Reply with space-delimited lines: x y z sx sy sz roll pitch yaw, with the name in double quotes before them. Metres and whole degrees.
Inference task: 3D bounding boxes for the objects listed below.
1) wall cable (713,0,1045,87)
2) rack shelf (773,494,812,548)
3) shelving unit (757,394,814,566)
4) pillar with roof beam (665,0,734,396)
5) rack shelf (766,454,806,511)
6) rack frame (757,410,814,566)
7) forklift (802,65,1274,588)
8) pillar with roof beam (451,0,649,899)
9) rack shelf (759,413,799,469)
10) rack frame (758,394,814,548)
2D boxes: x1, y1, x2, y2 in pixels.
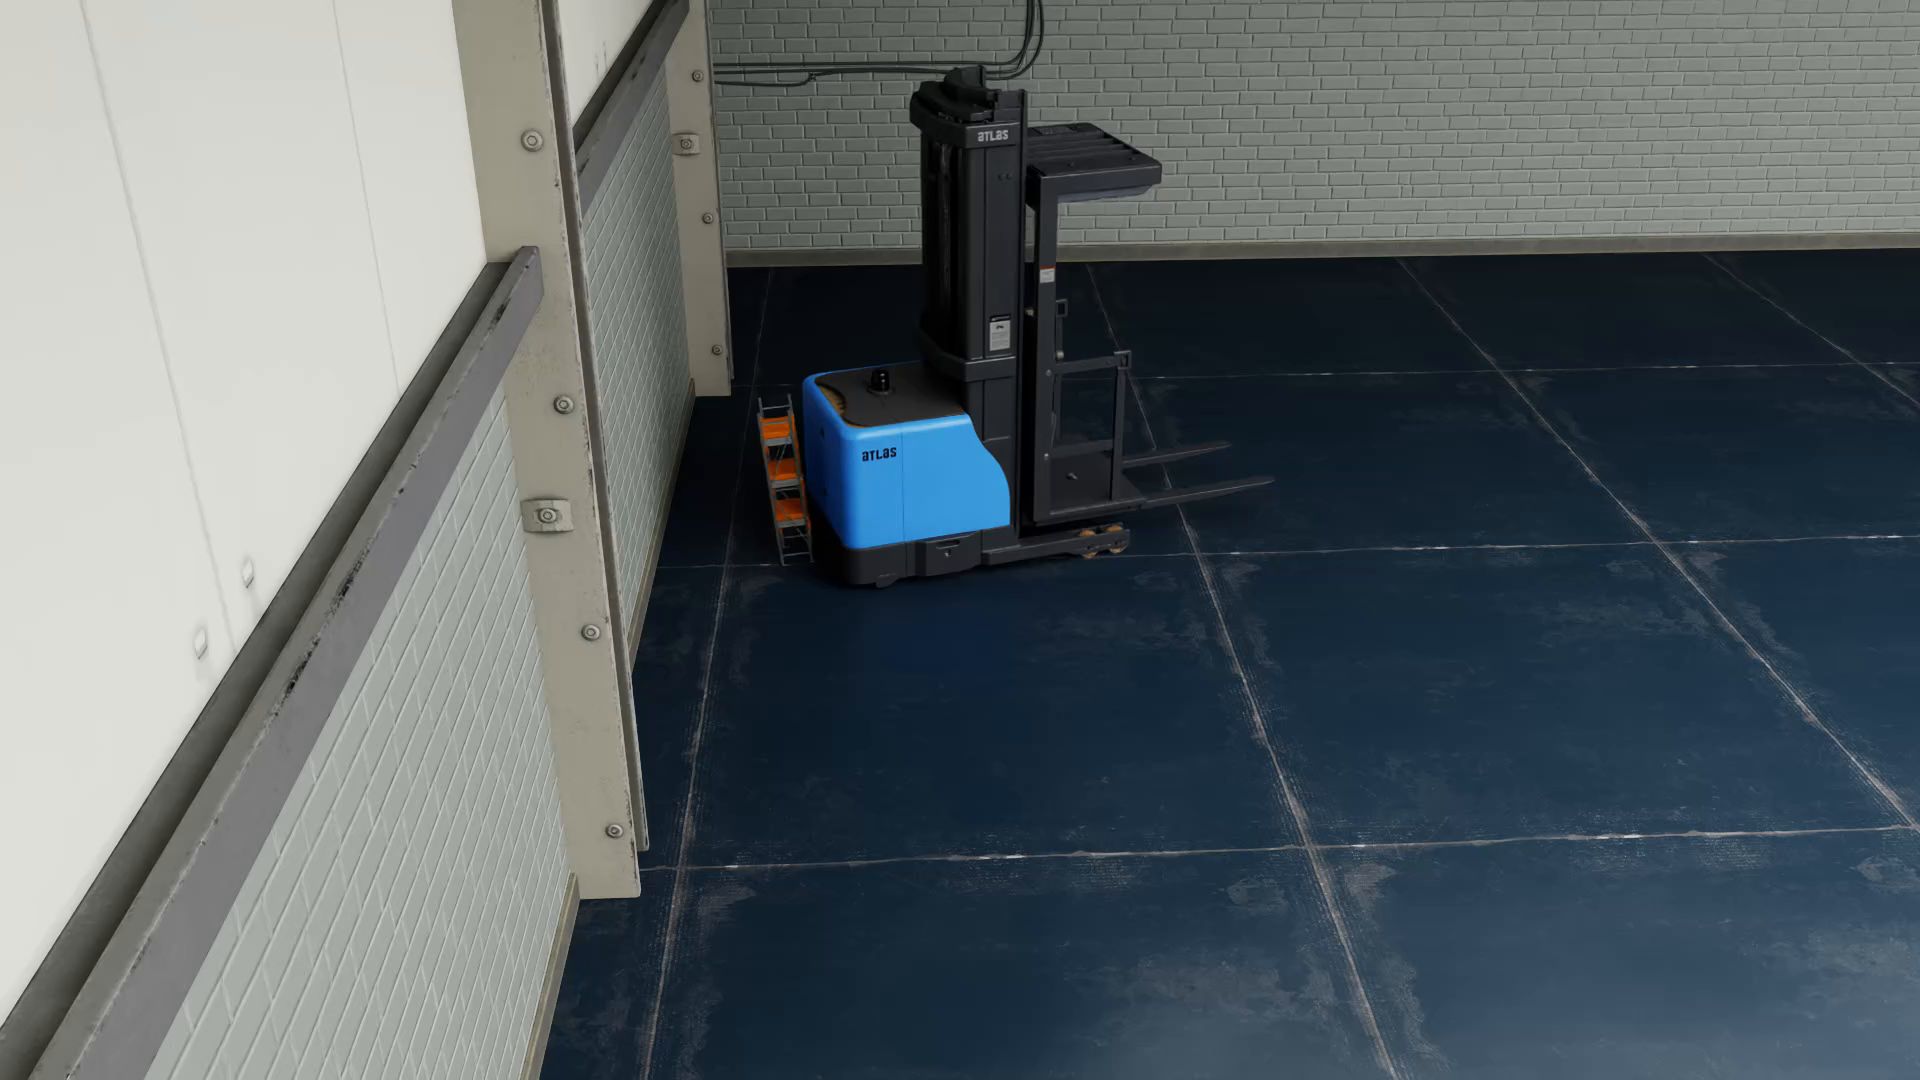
"wall cable" -0.787 -5.220 14.448 3.097 2.526 0.112 -1 28 -3
"rack shelf" -1.056 -0.112 10.493 0.215 0.259 0.240 -7 28 -1
"shelving unit" -1.084 -0.365 10.358 0.215 1.050 0.252 -7 28 -1
"pillar with roof beam" 2.345 -5.309 11.259 9.100 9.000 0.400 -1 28 -3
"rack shelf" -1.083 -0.356 10.363 0.215 0.259 0.240 -7 28 -1
"rack frame" -1.074 -0.309 10.250 0.200 1.050 0.008 -7 28 -1
"forklift" 0.564 -1.411 10.348 3.031 2.935 1.130 -9 29 -17
"pillar with roof beam" 2.658 -2.538 5.947 9.100 9.000 0.400 -1 28 -3
"rack shelf" -1.110 -0.606 10.231 0.215 0.259 0.240 -7 28 -1
"rack frame" -1.093 -0.422 10.466 0.200 1.050 0.008 -7 28 -1
